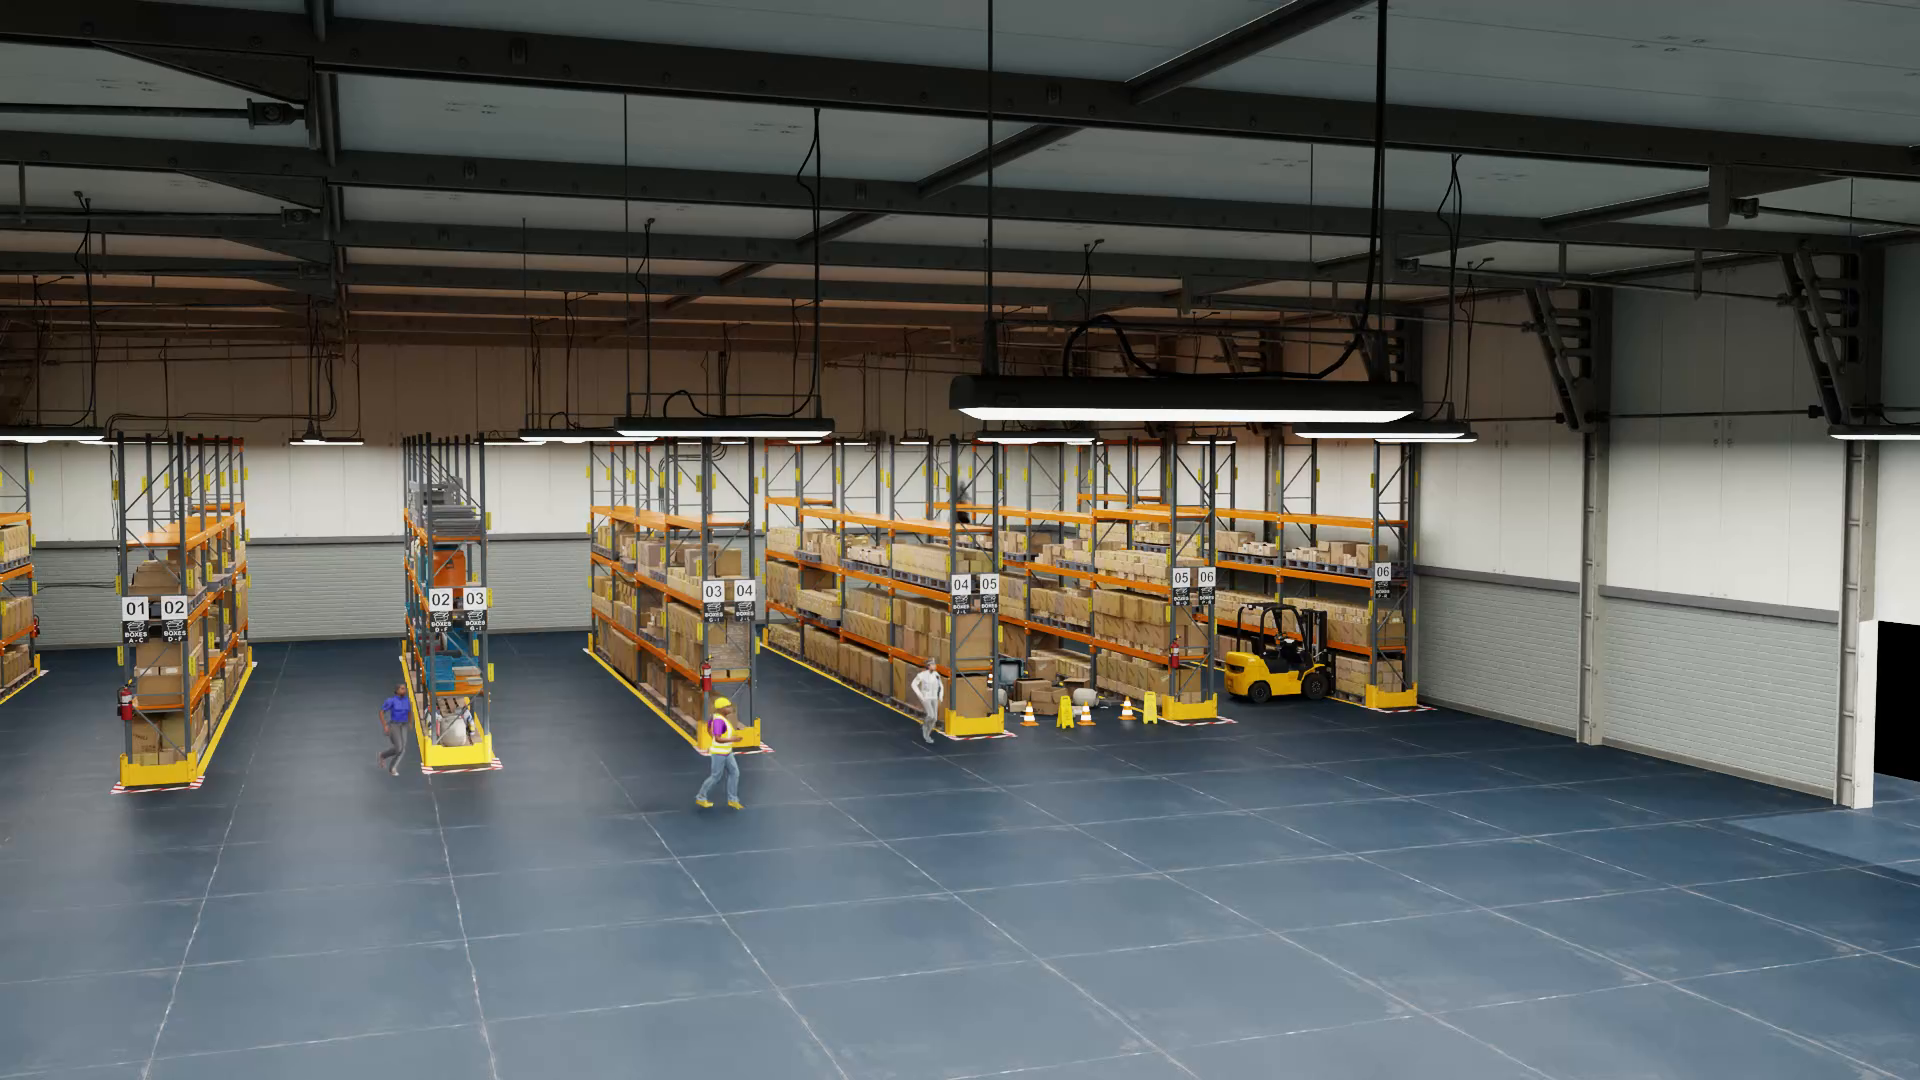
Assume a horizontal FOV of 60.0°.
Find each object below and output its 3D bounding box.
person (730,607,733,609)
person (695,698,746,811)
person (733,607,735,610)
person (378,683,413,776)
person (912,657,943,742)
[{"bbox_3d":[-6.915,2.208,47.954,0.775,1.704,0.627,0,3,5],"label":"person"},{"bbox_3d":[-3.787,3.392,26.186,0.780,1.822,0.676,0,3,6],"label":"person"},{"bbox_3d":[-6.539,2.239,48.957,0.498,1.553,0.618,-2,4,-35],"label":"person"},{"bbox_3d":[-9.868,3.311,29.243,0.523,1.578,0.613,2,4,35],"label":"person"},{"bbox_3d":[-0.562,3.106,32.281,0.642,1.660,0.515,-2,4,-32],"label":"person"}]
